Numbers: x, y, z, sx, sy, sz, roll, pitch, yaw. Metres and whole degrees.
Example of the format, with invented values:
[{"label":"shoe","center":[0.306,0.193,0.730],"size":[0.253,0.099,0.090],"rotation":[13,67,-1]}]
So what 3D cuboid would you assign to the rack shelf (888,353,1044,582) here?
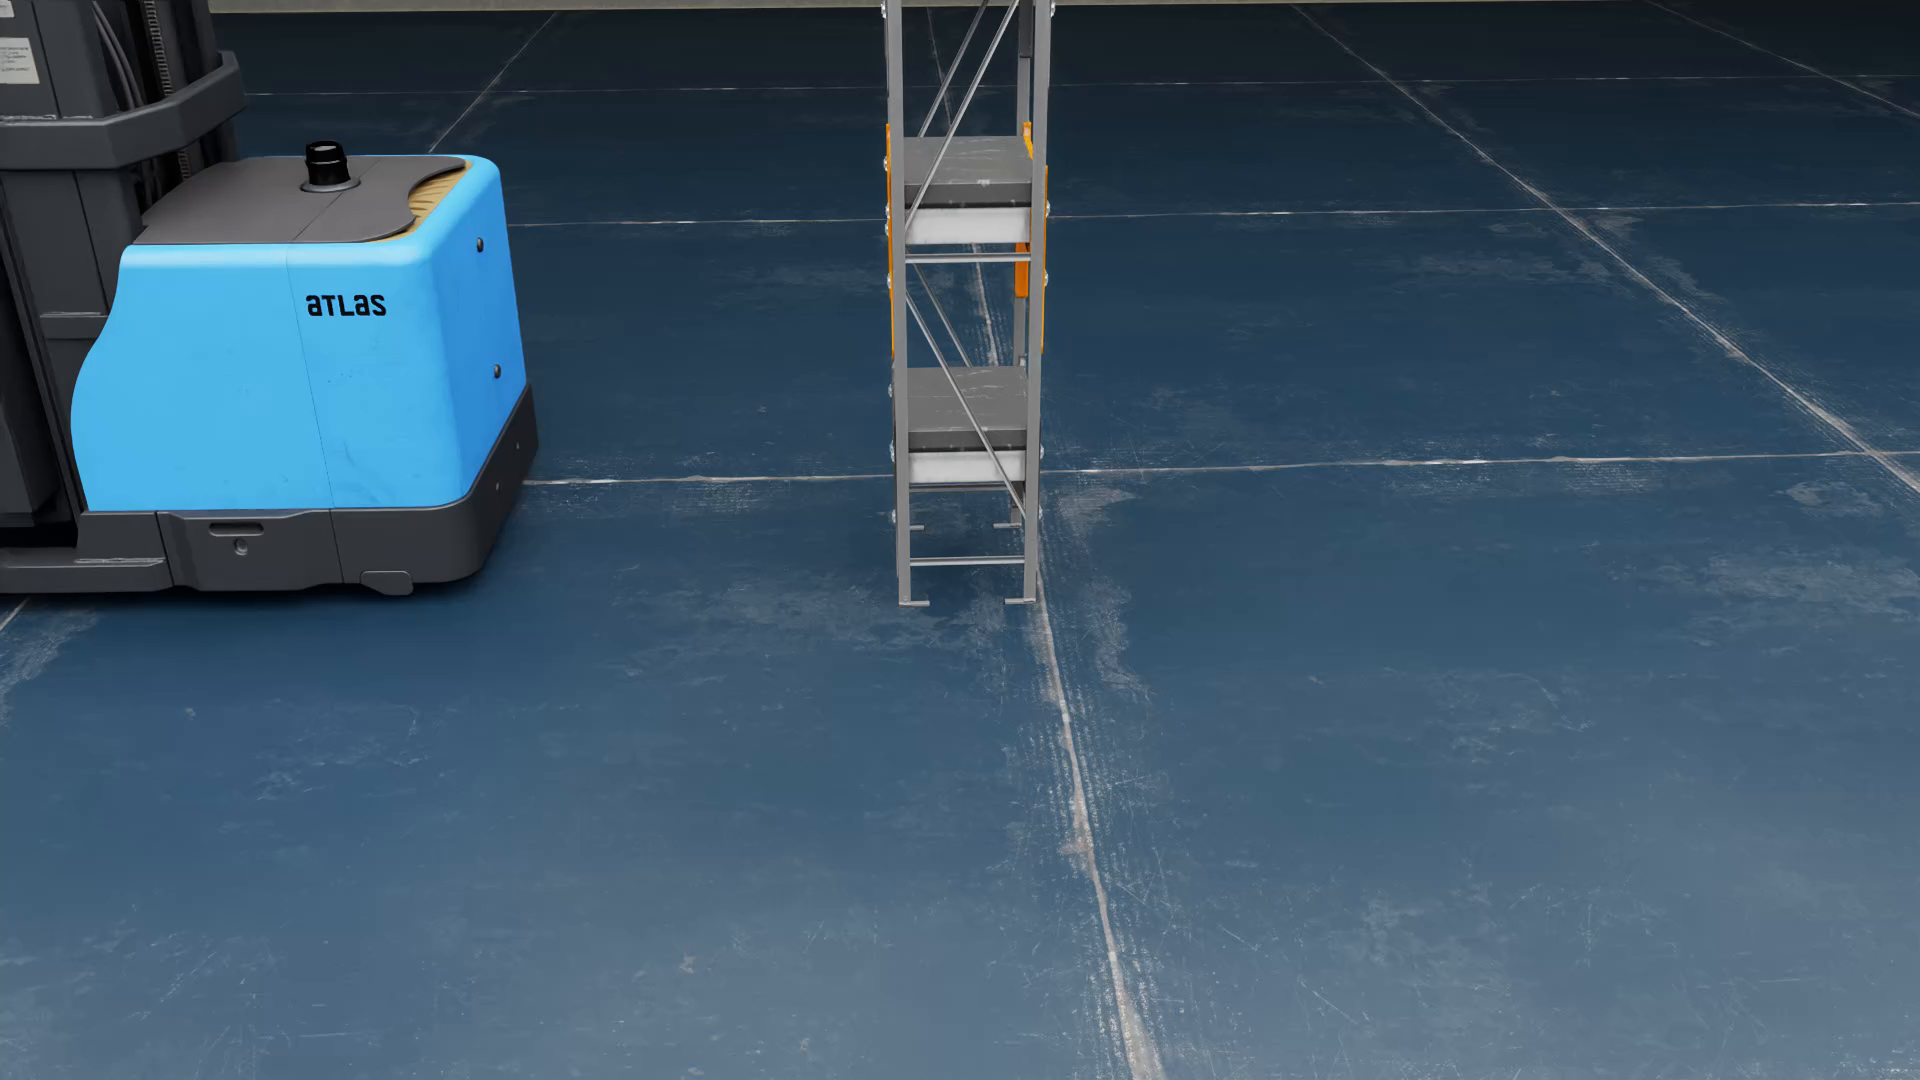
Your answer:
[{"label":"rack shelf","center":[0.009,-0.222,4.948],"size":[0.431,0.518,0.480],"rotation":[-1,28,-3]}]

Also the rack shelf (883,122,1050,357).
[{"label":"rack shelf","center":[0.009,-0.842,4.624],"size":[0.431,0.518,0.480],"rotation":[-1,28,-3]}]

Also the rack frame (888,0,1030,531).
[{"label":"rack frame","center":[-0.004,-0.967,4.834],"size":[0.400,2.100,0.015],"rotation":[-1,28,-3]}]

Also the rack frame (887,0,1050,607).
[{"label":"rack frame","center":[0.021,-0.742,4.402],"size":[0.400,2.100,0.015],"rotation":[-1,28,-3]}]

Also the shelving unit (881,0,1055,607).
[{"label":"shelving unit","center":[0.009,-0.855,4.618],"size":[0.431,2.100,0.503],"rotation":[-1,28,-3]}]

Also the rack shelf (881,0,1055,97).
[{"label":"rack shelf","center":[0.009,-1.463,4.300],"size":[0.431,0.518,0.480],"rotation":[-1,28,-3]}]

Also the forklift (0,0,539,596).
[{"label":"forklift","center":[-2.946,-1.336,4.643],"size":[3.031,2.935,1.130],"rotation":[-1,28,-1]}]
